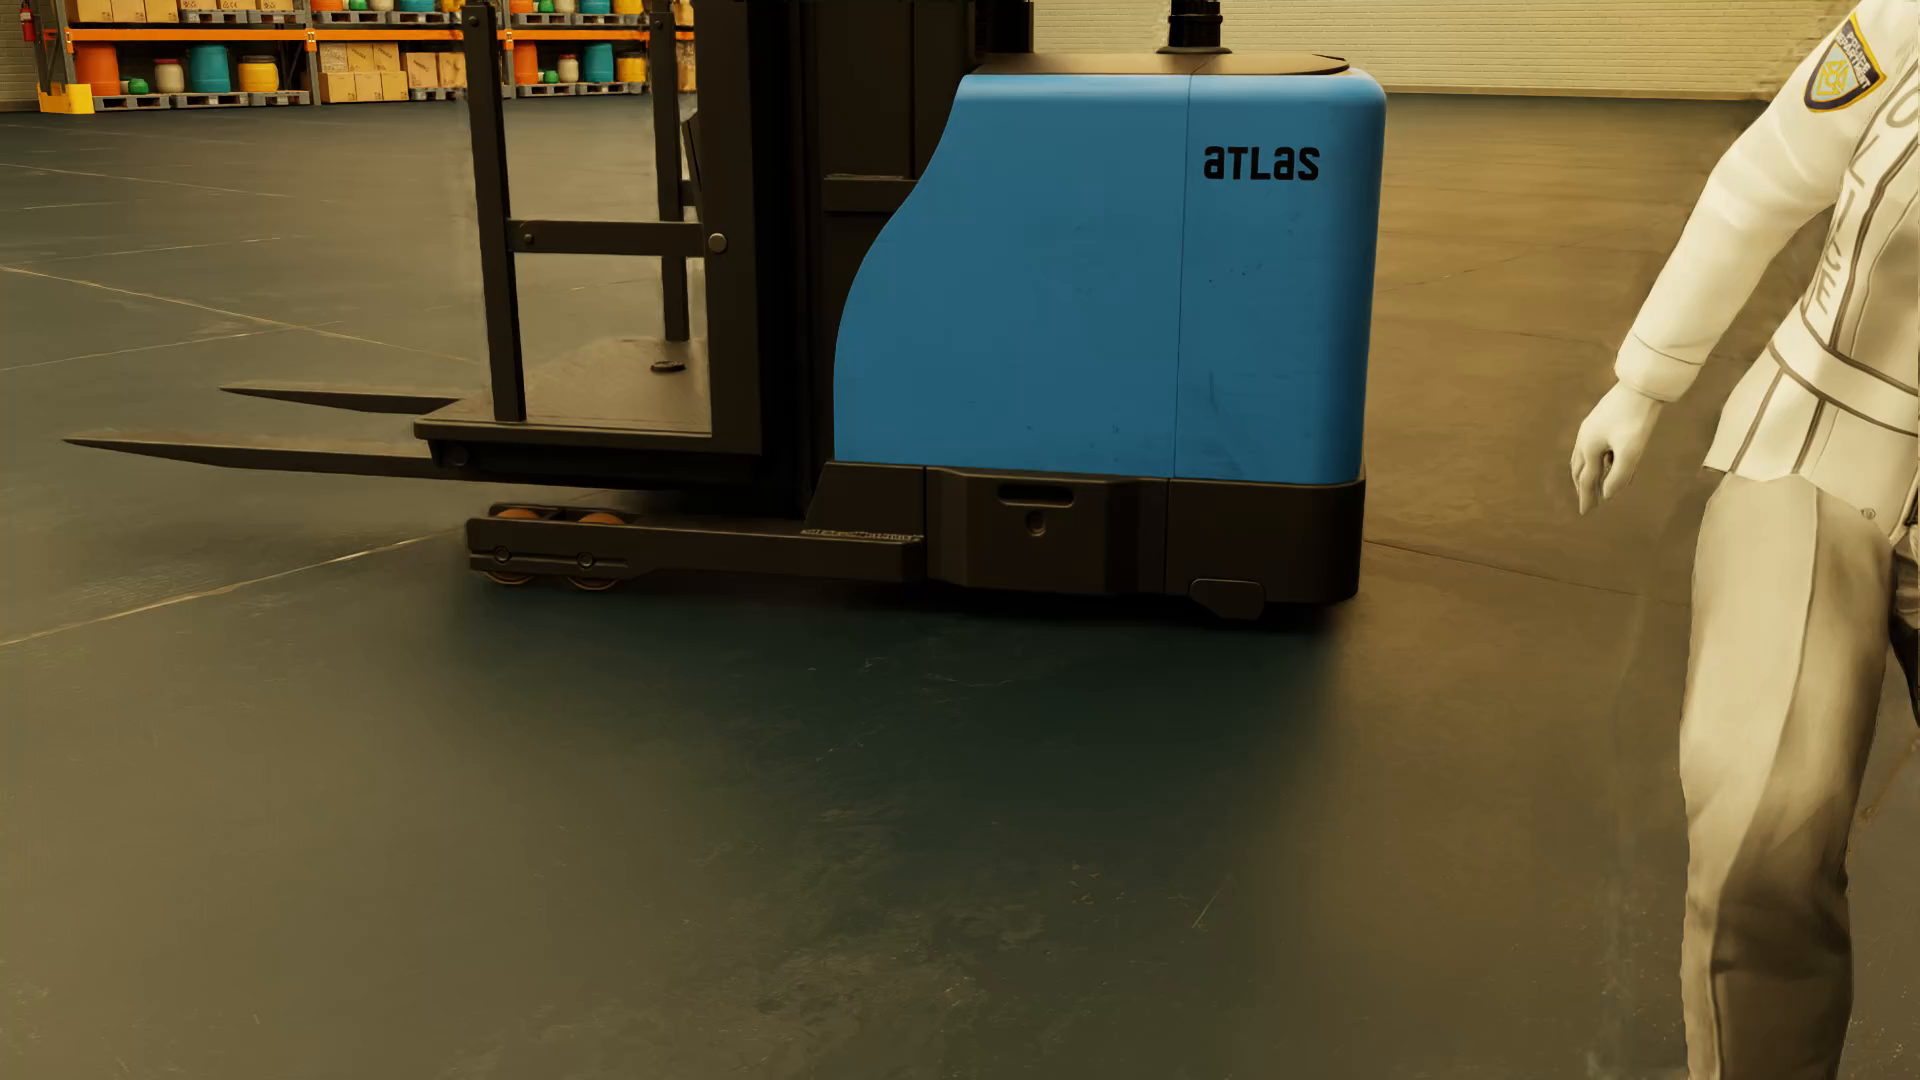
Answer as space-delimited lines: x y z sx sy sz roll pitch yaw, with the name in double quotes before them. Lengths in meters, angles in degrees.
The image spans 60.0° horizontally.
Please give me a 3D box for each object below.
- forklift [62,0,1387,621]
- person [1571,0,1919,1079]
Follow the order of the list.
"forklift" -0.598 -1.438 3.633 3.031 2.935 1.130 3 17 11
"person" 0.805 0.025 1.383 0.706 1.477 0.689 10 20 31
